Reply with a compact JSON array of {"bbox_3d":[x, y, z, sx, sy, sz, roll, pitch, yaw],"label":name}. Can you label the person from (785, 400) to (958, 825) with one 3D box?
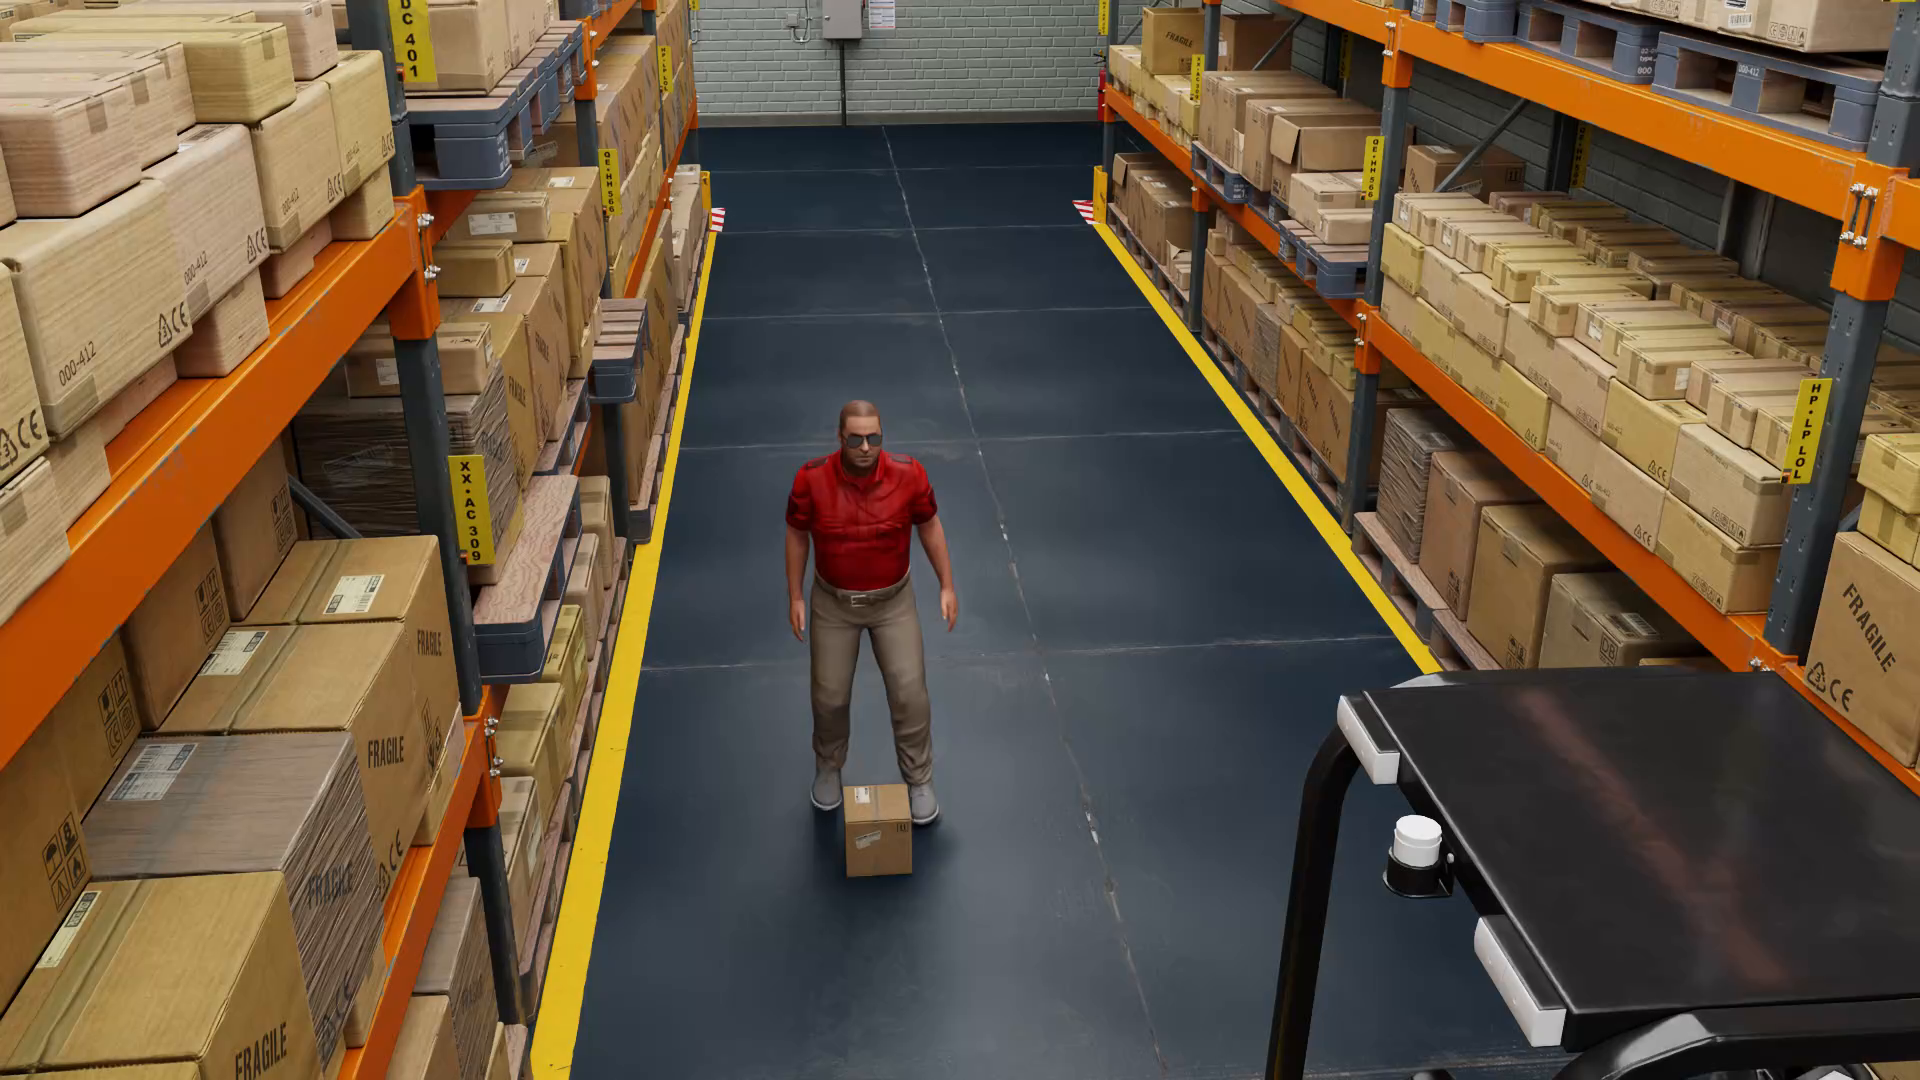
[{"bbox_3d":[-0.339,0.280,6.519,0.674,1.721,0.498,-2,24,-5],"label":"person"}]
